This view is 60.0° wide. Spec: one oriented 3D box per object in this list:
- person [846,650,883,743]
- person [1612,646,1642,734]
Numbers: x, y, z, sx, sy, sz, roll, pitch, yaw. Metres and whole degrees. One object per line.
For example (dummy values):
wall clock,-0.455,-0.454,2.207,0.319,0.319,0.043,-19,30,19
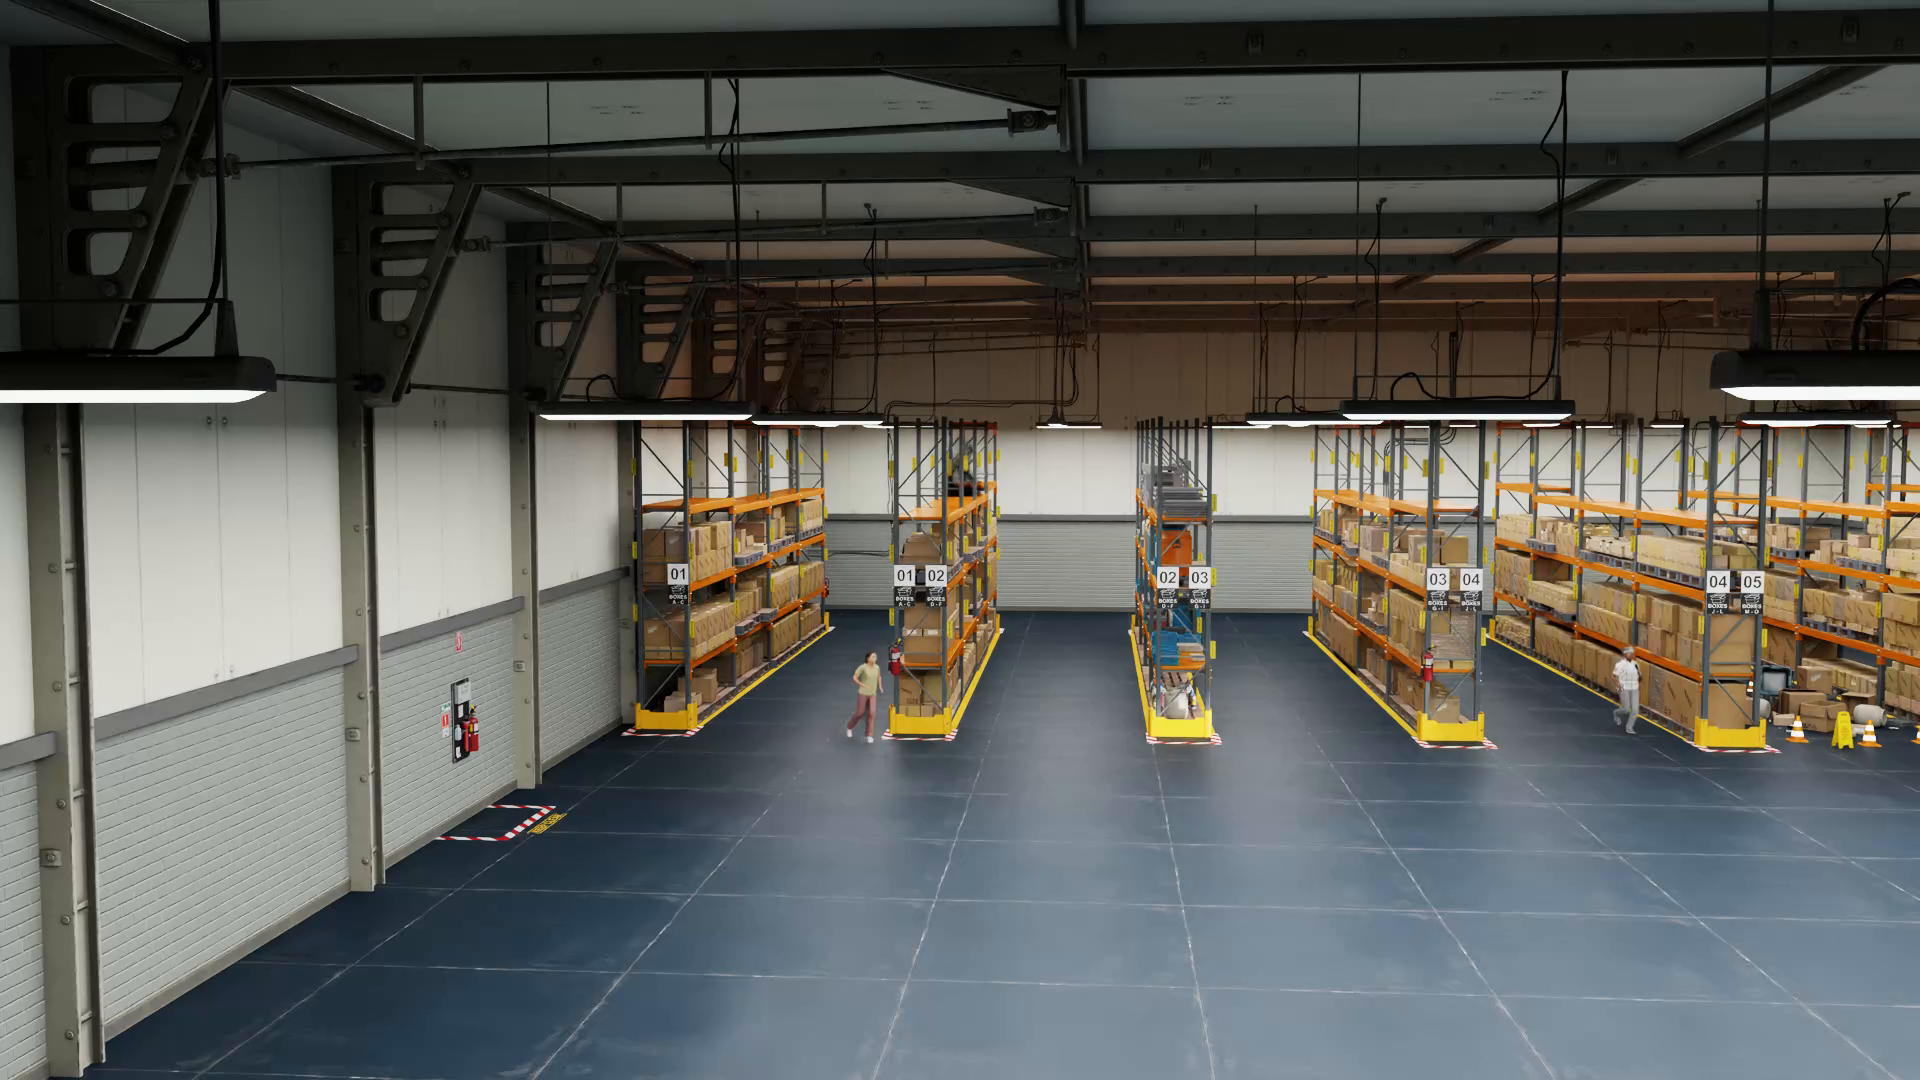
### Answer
person,-1.684,2.868,30.825,0.638,1.652,0.883,-2,4,-31
person,12.696,2.833,31.593,0.566,1.646,0.598,0,4,-2
